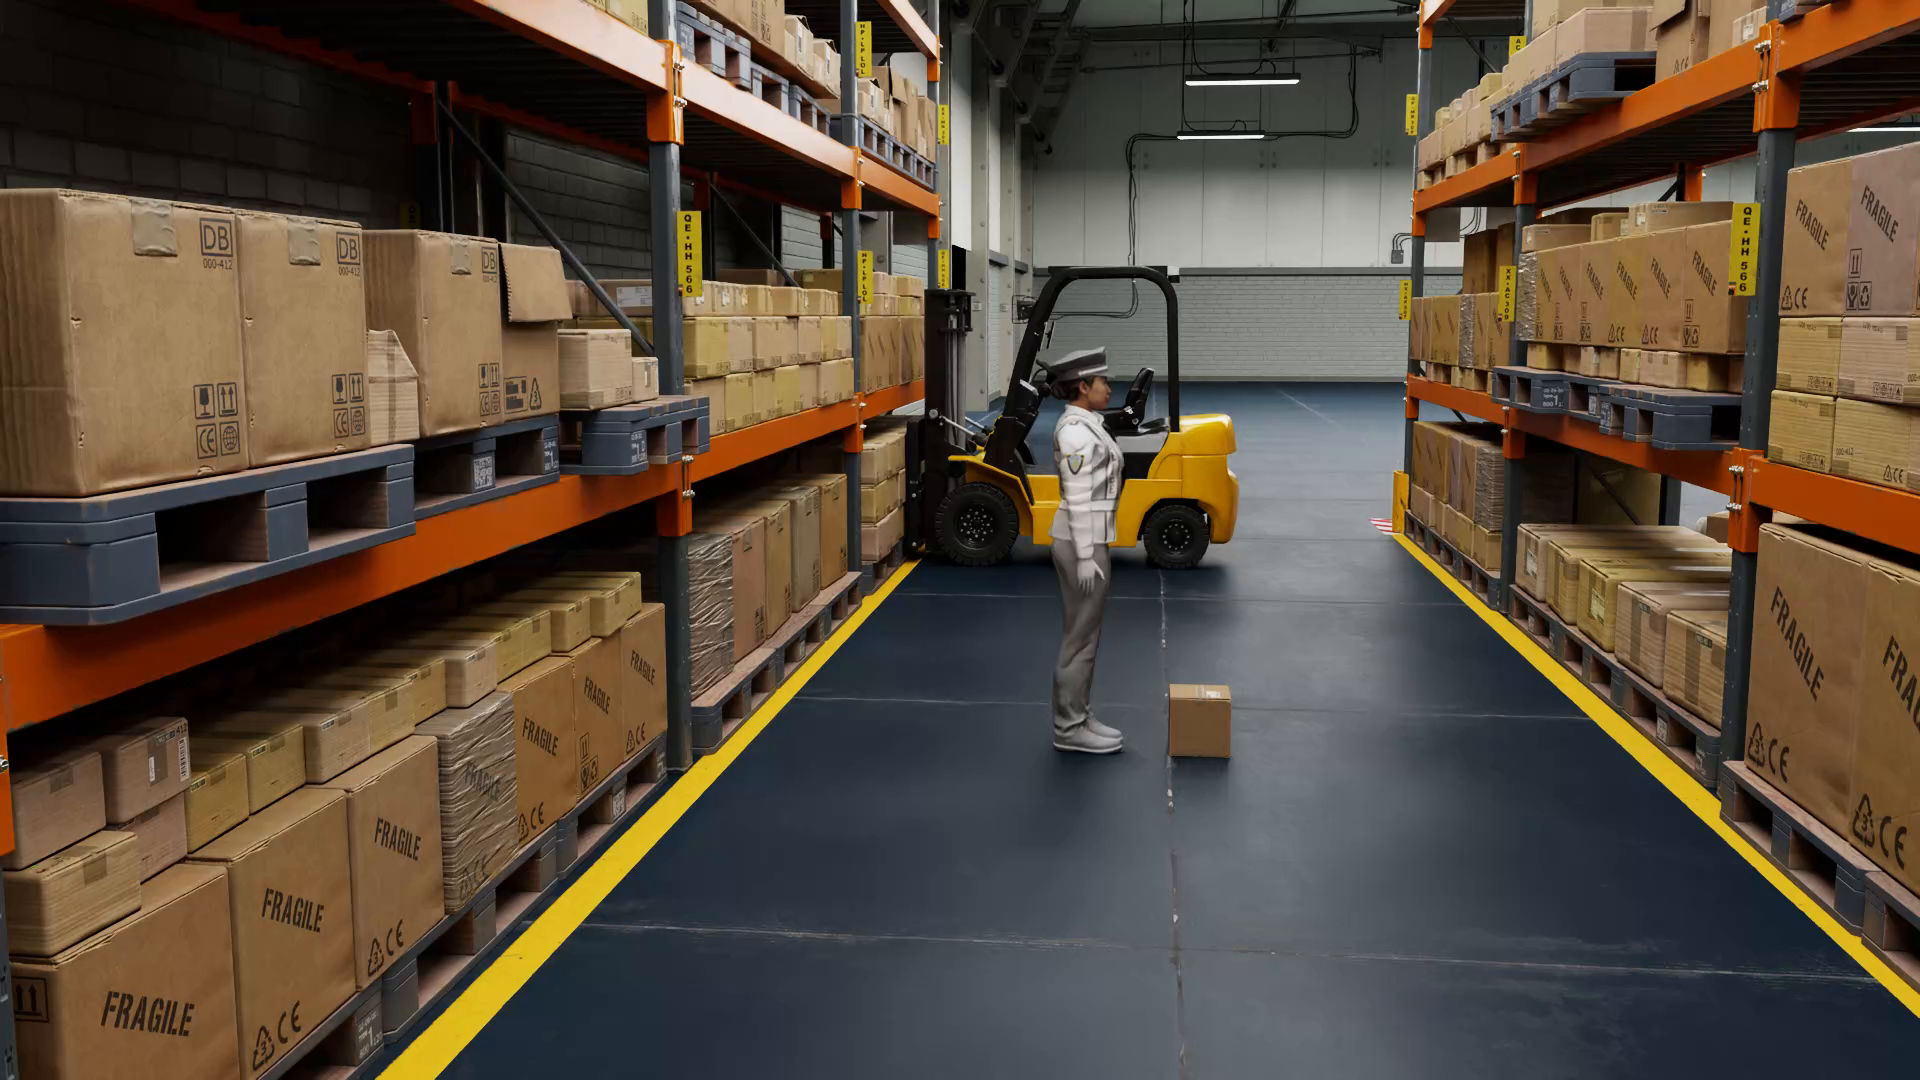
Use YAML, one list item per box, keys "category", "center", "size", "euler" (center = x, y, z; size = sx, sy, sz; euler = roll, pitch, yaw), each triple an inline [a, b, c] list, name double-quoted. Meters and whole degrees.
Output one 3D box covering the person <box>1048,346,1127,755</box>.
- category: "person"
  center: [0.525, 0.041, 6.922]
  size: [0.329, 1.688, 0.483]
  euler: [1, 8, 6]
